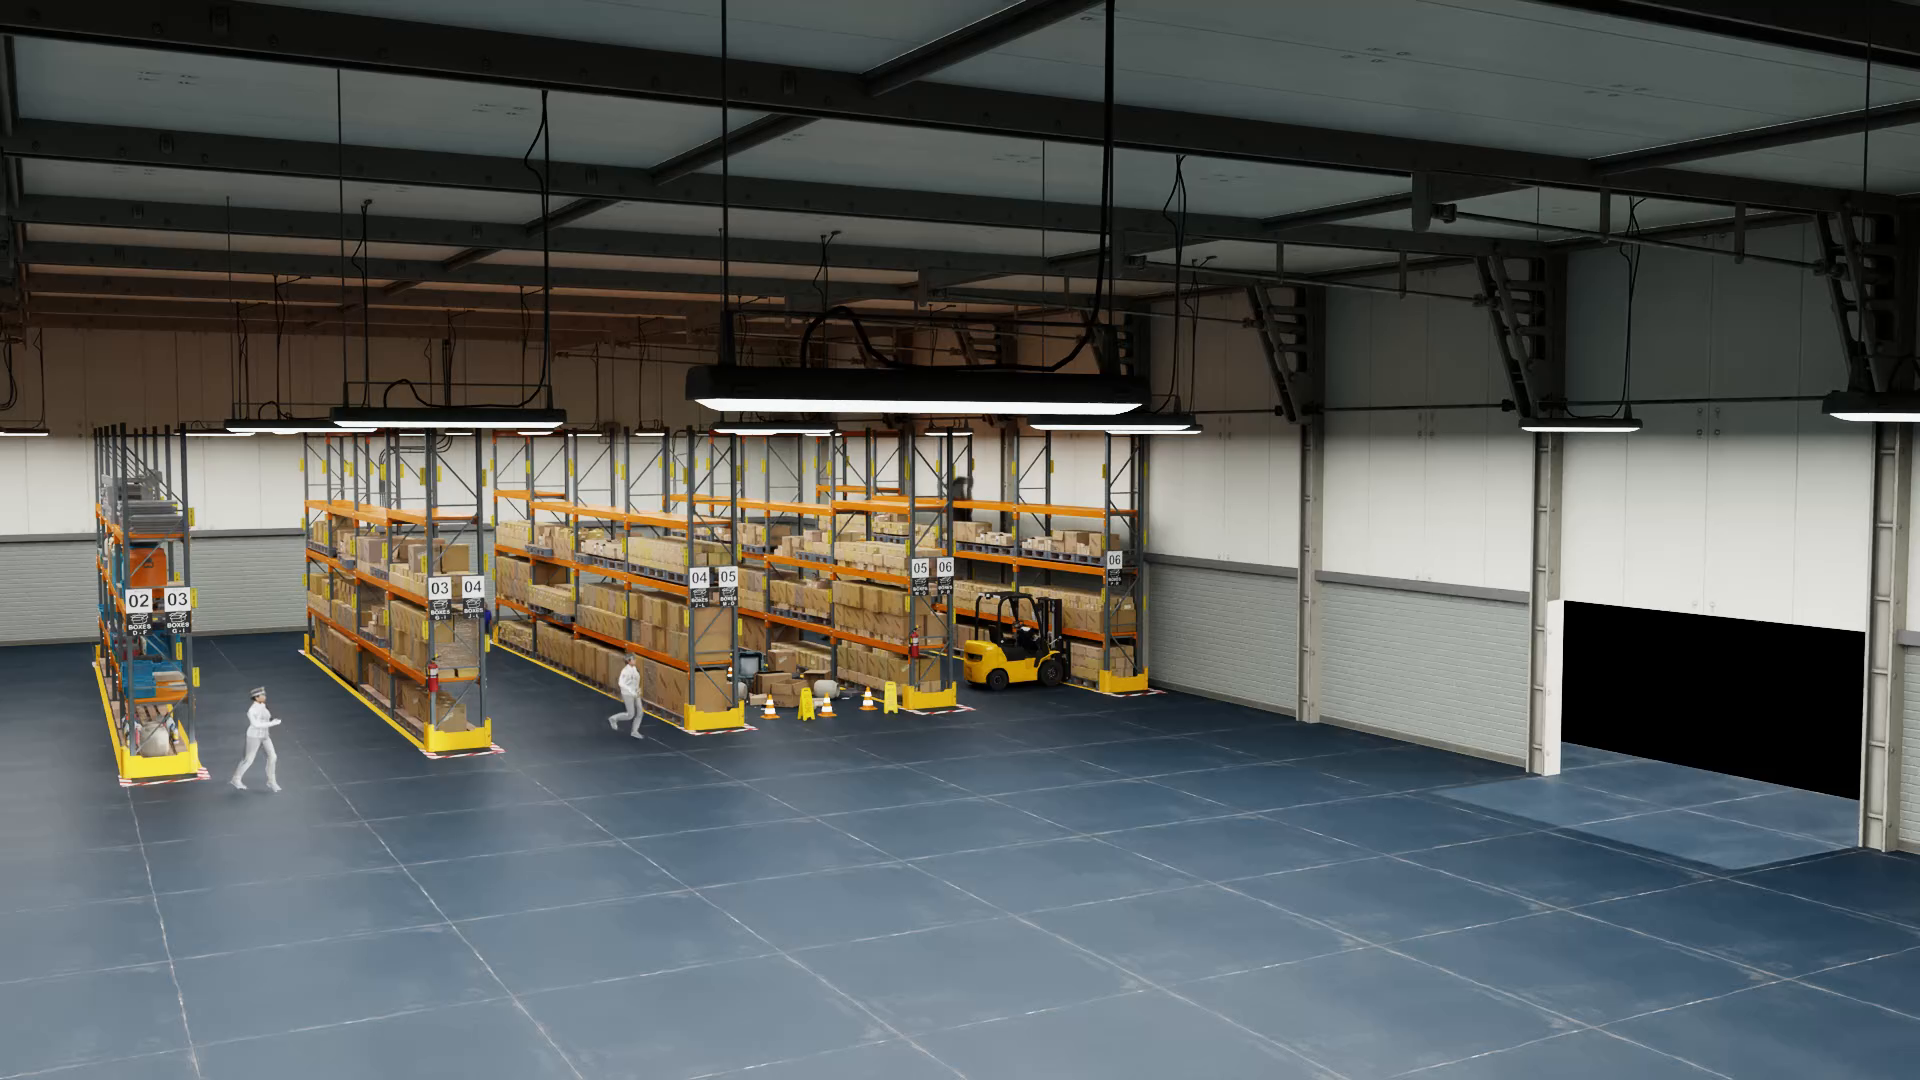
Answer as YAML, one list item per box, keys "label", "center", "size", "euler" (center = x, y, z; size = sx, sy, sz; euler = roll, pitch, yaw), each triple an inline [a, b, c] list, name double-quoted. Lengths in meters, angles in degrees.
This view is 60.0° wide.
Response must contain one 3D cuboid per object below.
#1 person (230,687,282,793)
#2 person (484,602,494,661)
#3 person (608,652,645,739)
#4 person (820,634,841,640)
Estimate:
- label: "person"
  center: [-11.402, 3.238, 26.933]
  size: [0.846, 1.740, 0.560]
  euler: [0, 3, 5]
- label: "person"
  center: [-12.360, 2.347, 42.921]
  size: [0.793, 1.559, 0.580]
  euler: [3, 5, 43]
- label: "person"
  center: [-6.390, 2.976, 31.959]
  size: [0.725, 1.663, 0.632]
  euler: [1, 4, 16]
- label: "person"
  center: [-3.611, 2.005, 47.167]
  size: [0.806, 1.669, 0.622]
  euler: [2, 4, 27]
